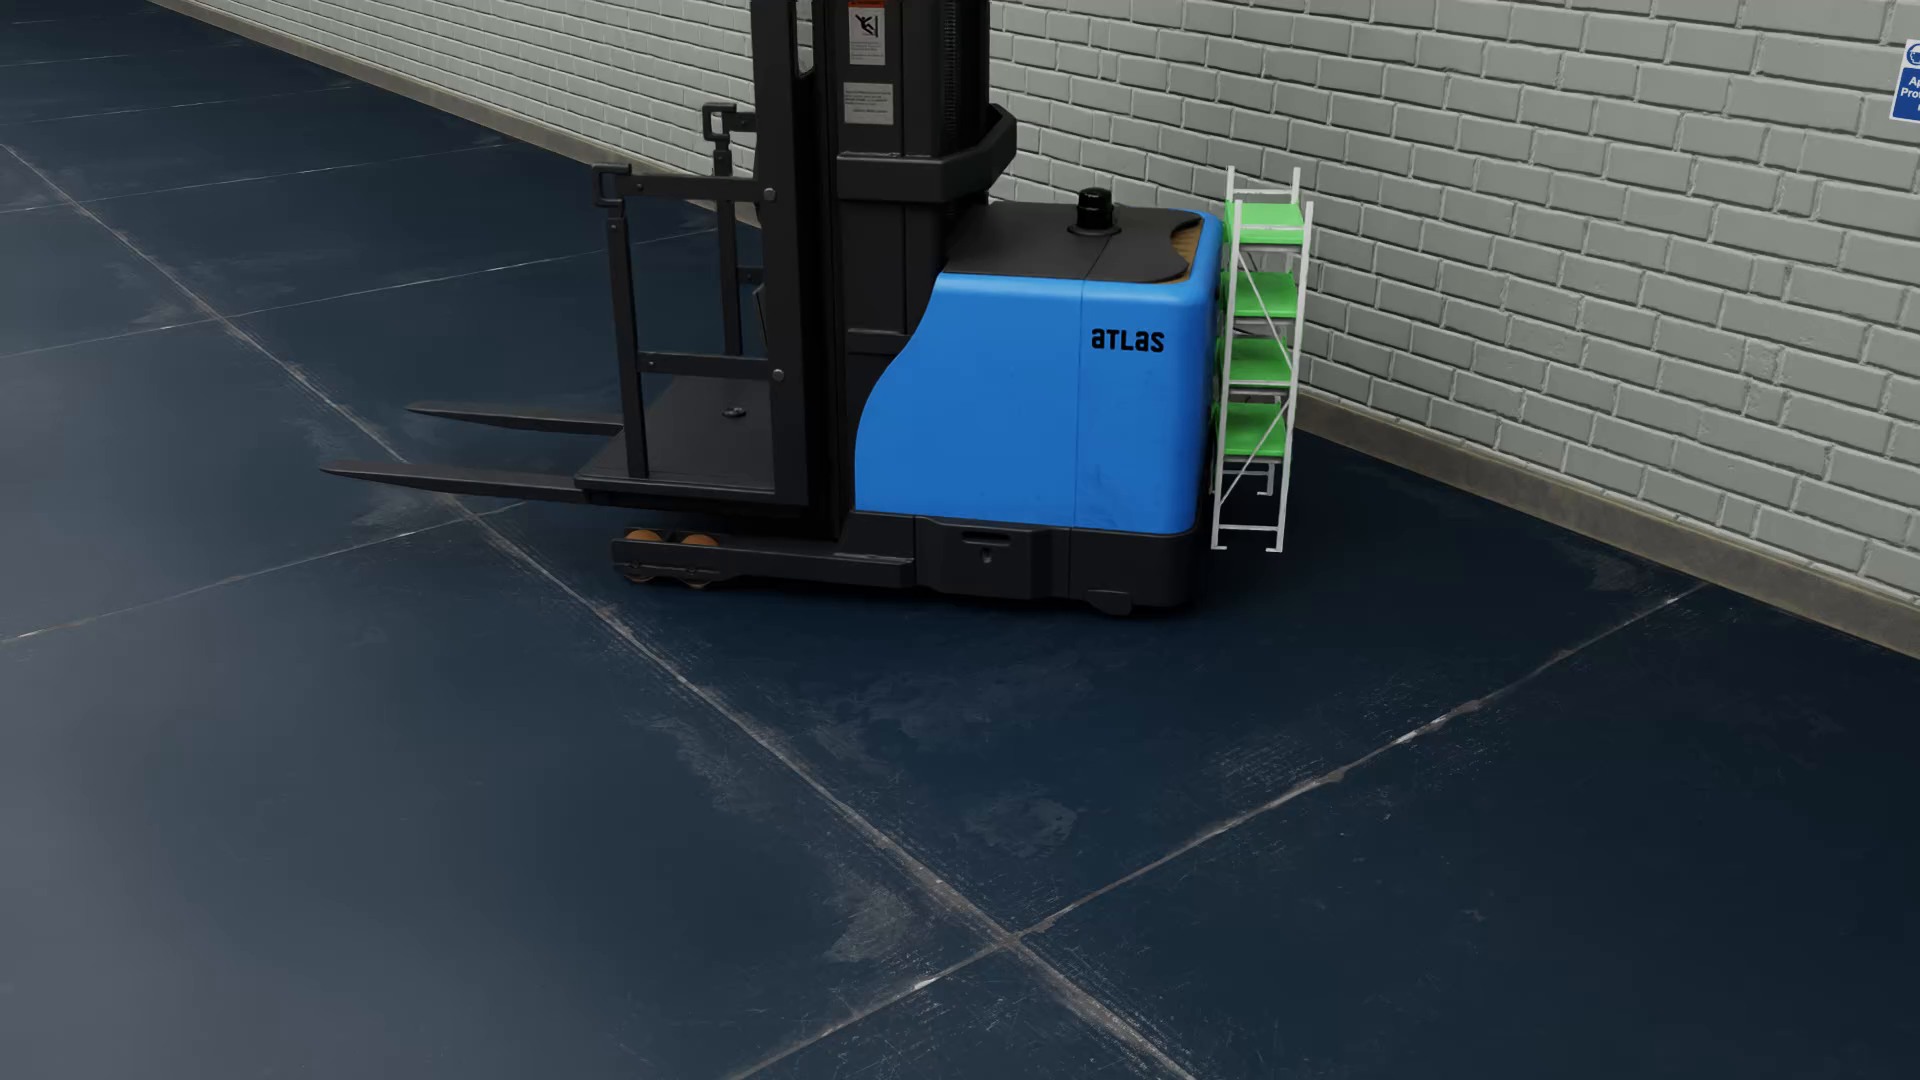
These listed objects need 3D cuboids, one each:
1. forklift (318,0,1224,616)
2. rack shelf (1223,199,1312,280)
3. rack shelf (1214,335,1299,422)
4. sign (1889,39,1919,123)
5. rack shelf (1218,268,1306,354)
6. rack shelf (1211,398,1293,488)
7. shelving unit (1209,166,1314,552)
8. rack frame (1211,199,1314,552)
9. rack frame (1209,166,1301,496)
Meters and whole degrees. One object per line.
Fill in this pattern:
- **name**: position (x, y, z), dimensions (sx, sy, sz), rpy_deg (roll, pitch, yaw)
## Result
- **forklift**: position (-0.674, -1.389, 5.262), dimensions (3.031, 2.935, 1.130), rpy_deg (5, 25, 10)
- **rack shelf**: position (1.003, -0.990, 5.469), dimensions (0.258, 0.148, 0.480), rpy_deg (2, 25, 5)
- **rack shelf**: position (1.002, -0.555, 5.672), dimensions (0.258, 0.148, 0.480), rpy_deg (2, 25, 5)
- **sign**: position (2.712, -1.228, 4.513), dimensions (0.001, 0.218, 0.327), rpy_deg (-18, 31, -34)
- **rack shelf**: position (1.002, -0.772, 5.570), dimensions (0.258, 0.148, 0.480), rpy_deg (2, 25, 5)
- **rack shelf**: position (1.002, -0.337, 5.773), dimensions (0.258, 0.148, 0.480), rpy_deg (2, 25, 5)
- **shelving unit**: position (1.002, -0.613, 5.645), dimensions (0.258, 1.200, 0.503), rpy_deg (2, 25, 5)
- **rack frame**: position (0.978, -0.510, 5.424), dimensions (0.240, 1.200, 0.015), rpy_deg (2, 25, 5)
- **rack frame**: position (1.027, -0.715, 5.865), dimensions (0.240, 1.200, 0.015), rpy_deg (2, 25, 5)
